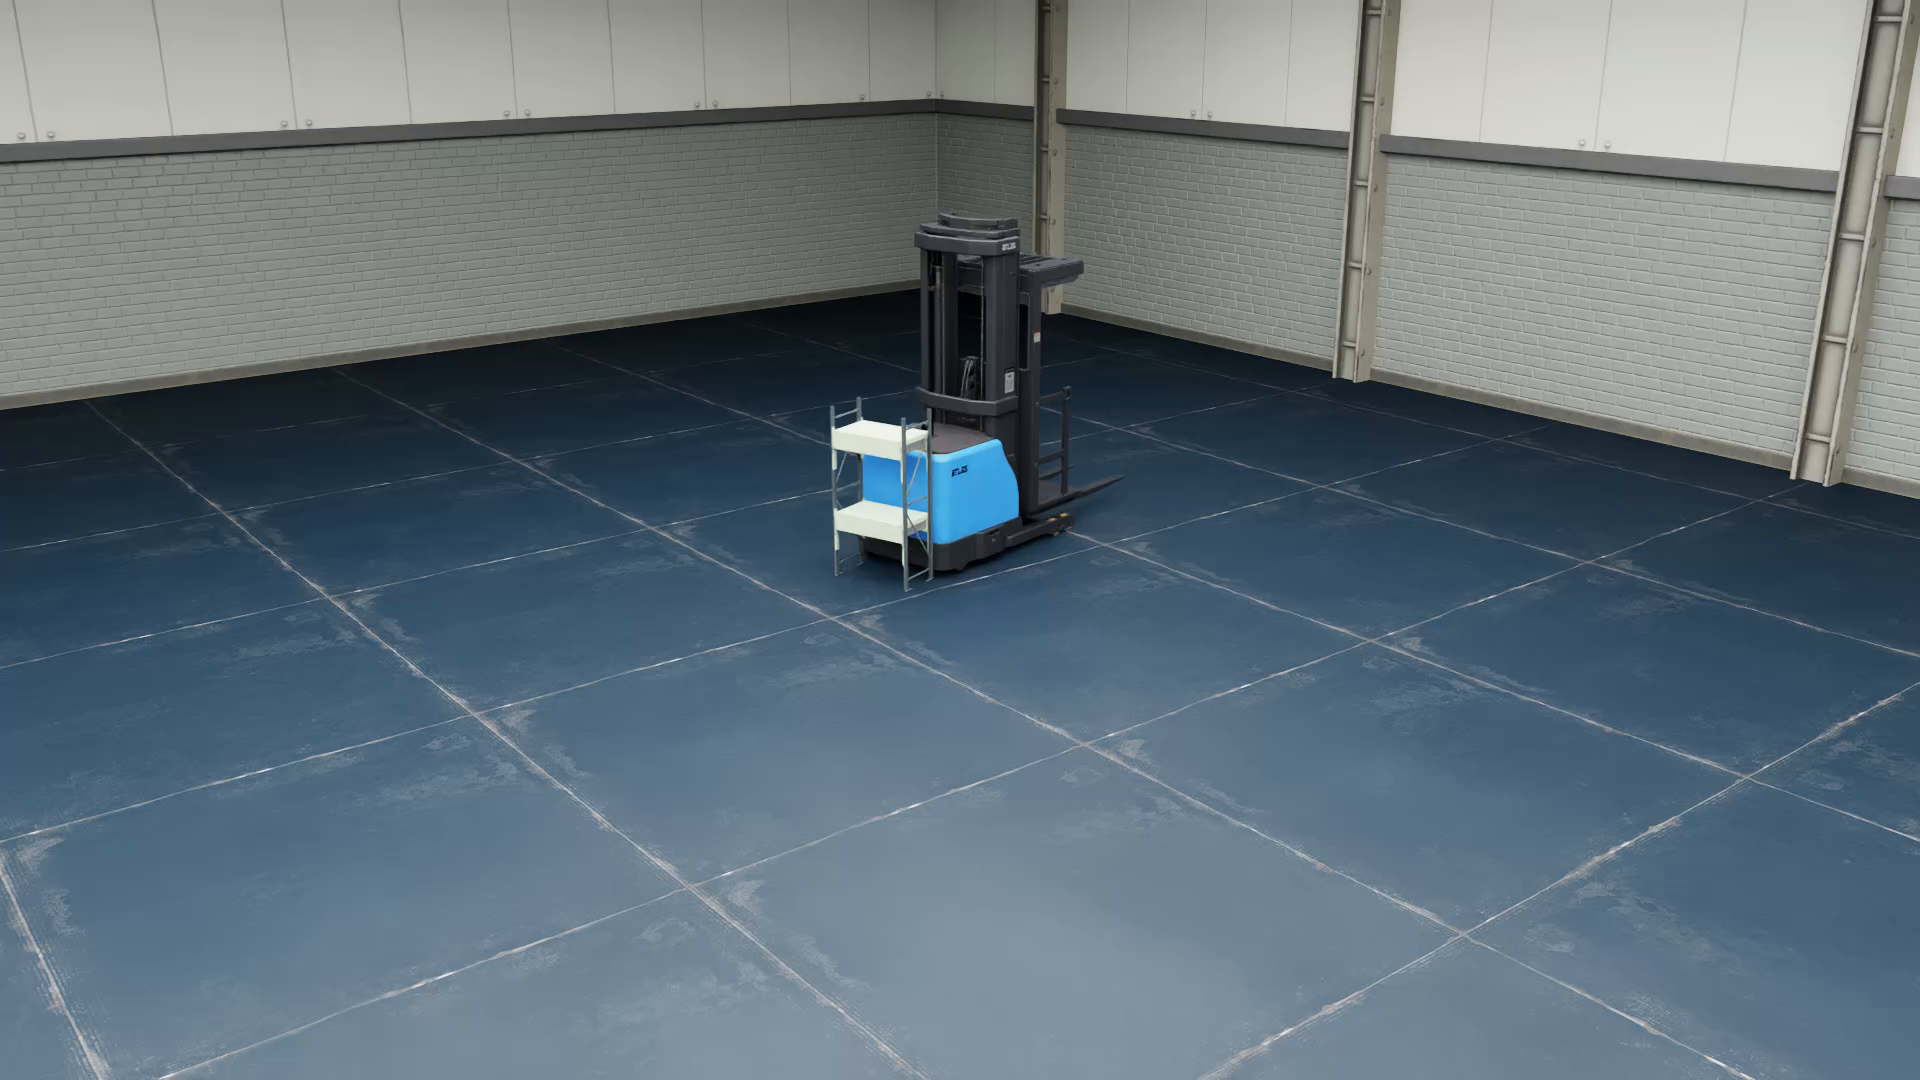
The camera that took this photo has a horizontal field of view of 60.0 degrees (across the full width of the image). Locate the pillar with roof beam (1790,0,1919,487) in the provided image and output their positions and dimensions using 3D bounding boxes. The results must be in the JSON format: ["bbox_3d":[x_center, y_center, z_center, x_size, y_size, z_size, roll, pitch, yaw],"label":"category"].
[{"bbox_3d":[5.434,-4.050,13.166,9.100,9.000,0.400,-14,23,-36],"label":"pillar with roof beam"}]

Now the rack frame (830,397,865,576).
[{"bbox_3d":[-0.960,-0.453,14.227,0.023,1.500,0.400,12,22,32],"label":"rack frame"}]

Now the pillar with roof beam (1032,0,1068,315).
[{"bbox_3d":[-2.017,-7.007,22.096,9.100,9.000,0.400,-14,23,-36],"label":"pillar with roof beam"}]

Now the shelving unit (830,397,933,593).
[{"bbox_3d":[-0.656,-0.389,14.033,0.755,1.500,0.431,12,22,32],"label":"shelving unit"}]

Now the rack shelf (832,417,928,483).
[{"bbox_3d":[-0.657,-0.759,13.908,0.720,0.370,0.431,12,22,32],"label":"rack shelf"}]

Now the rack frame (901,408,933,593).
[{"bbox_3d":[-0.352,-0.325,13.839,0.023,1.500,0.400,12,22,32],"label":"rack frame"}]

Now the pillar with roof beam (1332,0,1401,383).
[{"bbox_3d":[1.708,-5.529,17.631,9.100,9.000,0.400,-14,23,-36],"label":"pillar with roof beam"}]

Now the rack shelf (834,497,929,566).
[{"bbox_3d":[-0.655,-0.080,14.137,0.720,0.370,0.431,12,22,32],"label":"rack shelf"}]

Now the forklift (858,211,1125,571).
[{"bbox_3d":[0.418,-1.518,15.172,1.130,2.935,3.031,14,23,37],"label":"forklift"}]
